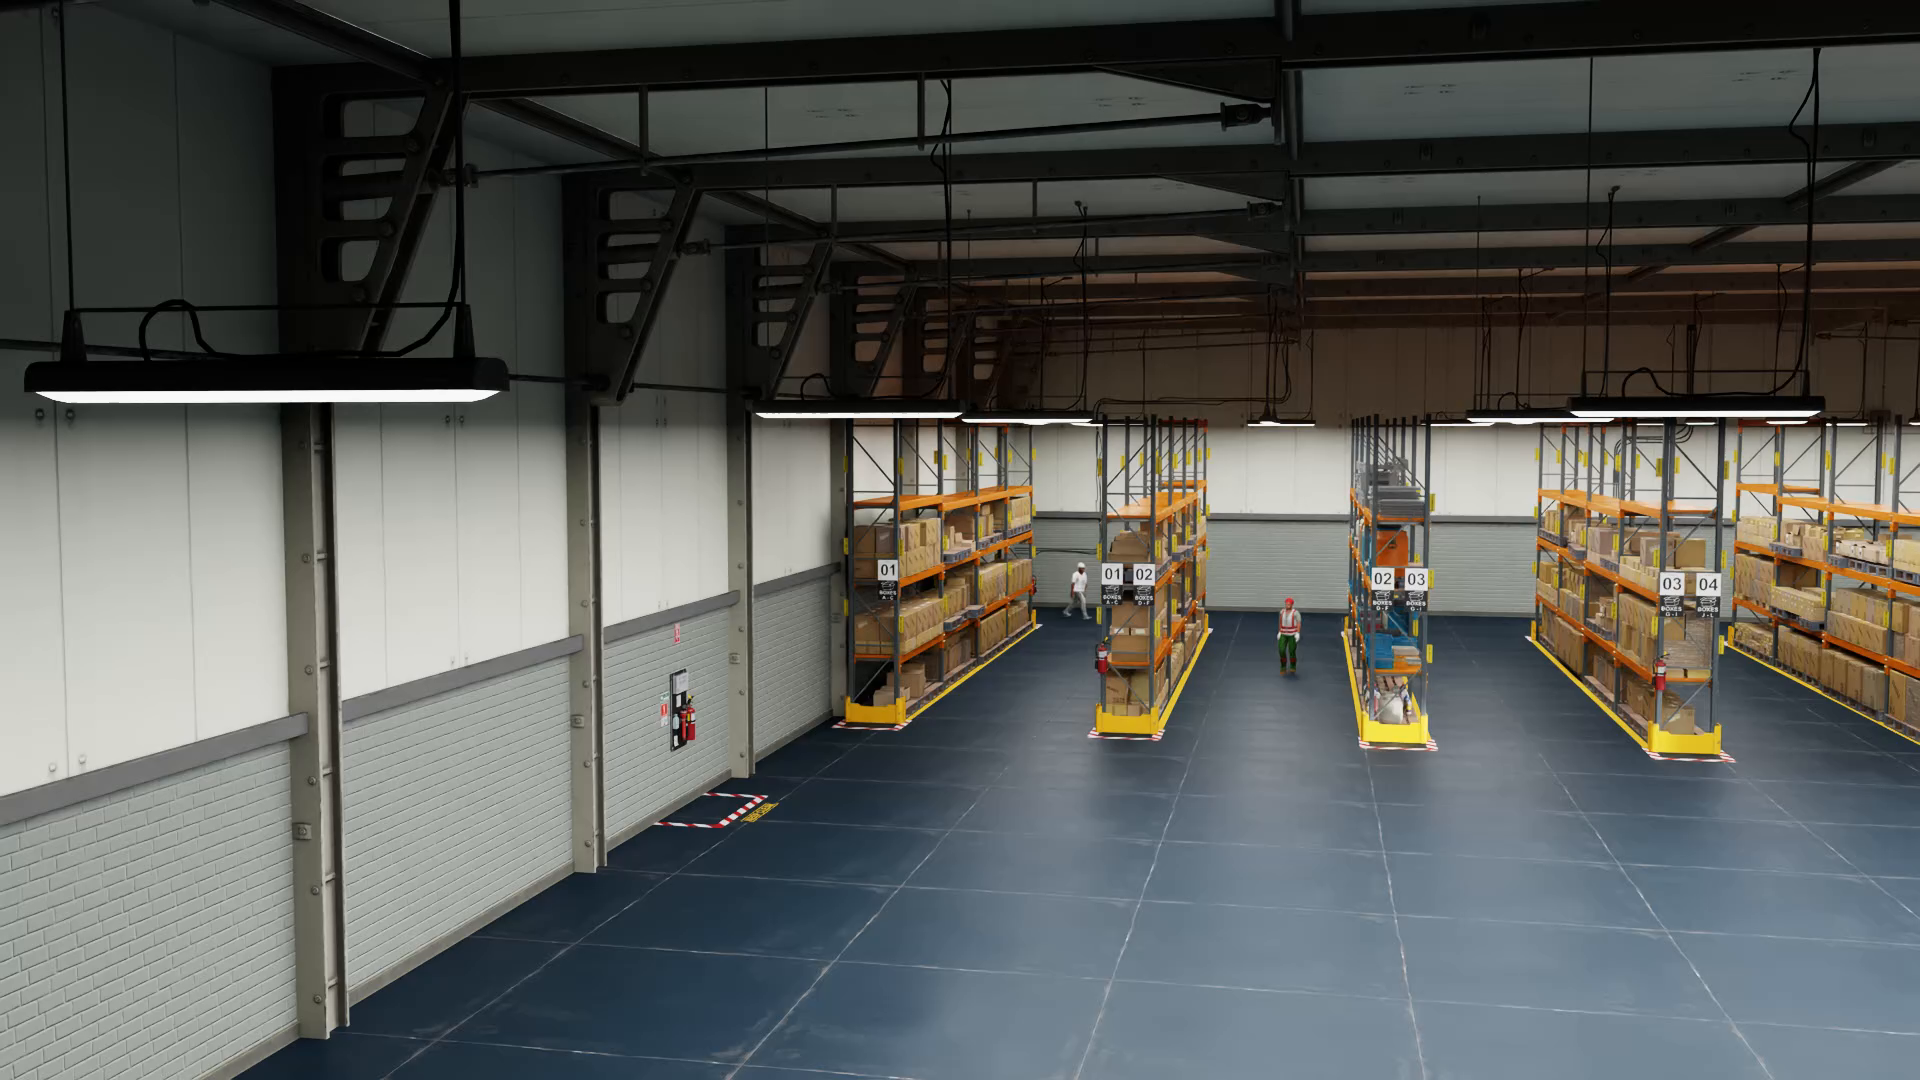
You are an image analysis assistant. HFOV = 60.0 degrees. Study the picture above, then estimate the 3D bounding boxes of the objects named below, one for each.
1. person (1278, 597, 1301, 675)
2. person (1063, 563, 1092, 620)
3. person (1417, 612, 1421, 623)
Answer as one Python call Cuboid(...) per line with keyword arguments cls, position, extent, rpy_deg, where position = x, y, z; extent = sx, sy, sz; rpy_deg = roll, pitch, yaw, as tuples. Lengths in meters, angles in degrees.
Cuboid(cls="person", position=(7.686, 2.265, 38.827), extent=(0.611, 1.858, 0.507), rpy_deg=(2, 4, 32))
Cuboid(cls="person", position=(3.570, 1.536, 50.126), extent=(1.098, 1.712, 0.551), rpy_deg=(2, 4, 32))
Cuboid(cls="person", position=(12.781, 1.802, 46.569), extent=(0.466, 1.600, 1.052), rpy_deg=(0, 4, 3))
